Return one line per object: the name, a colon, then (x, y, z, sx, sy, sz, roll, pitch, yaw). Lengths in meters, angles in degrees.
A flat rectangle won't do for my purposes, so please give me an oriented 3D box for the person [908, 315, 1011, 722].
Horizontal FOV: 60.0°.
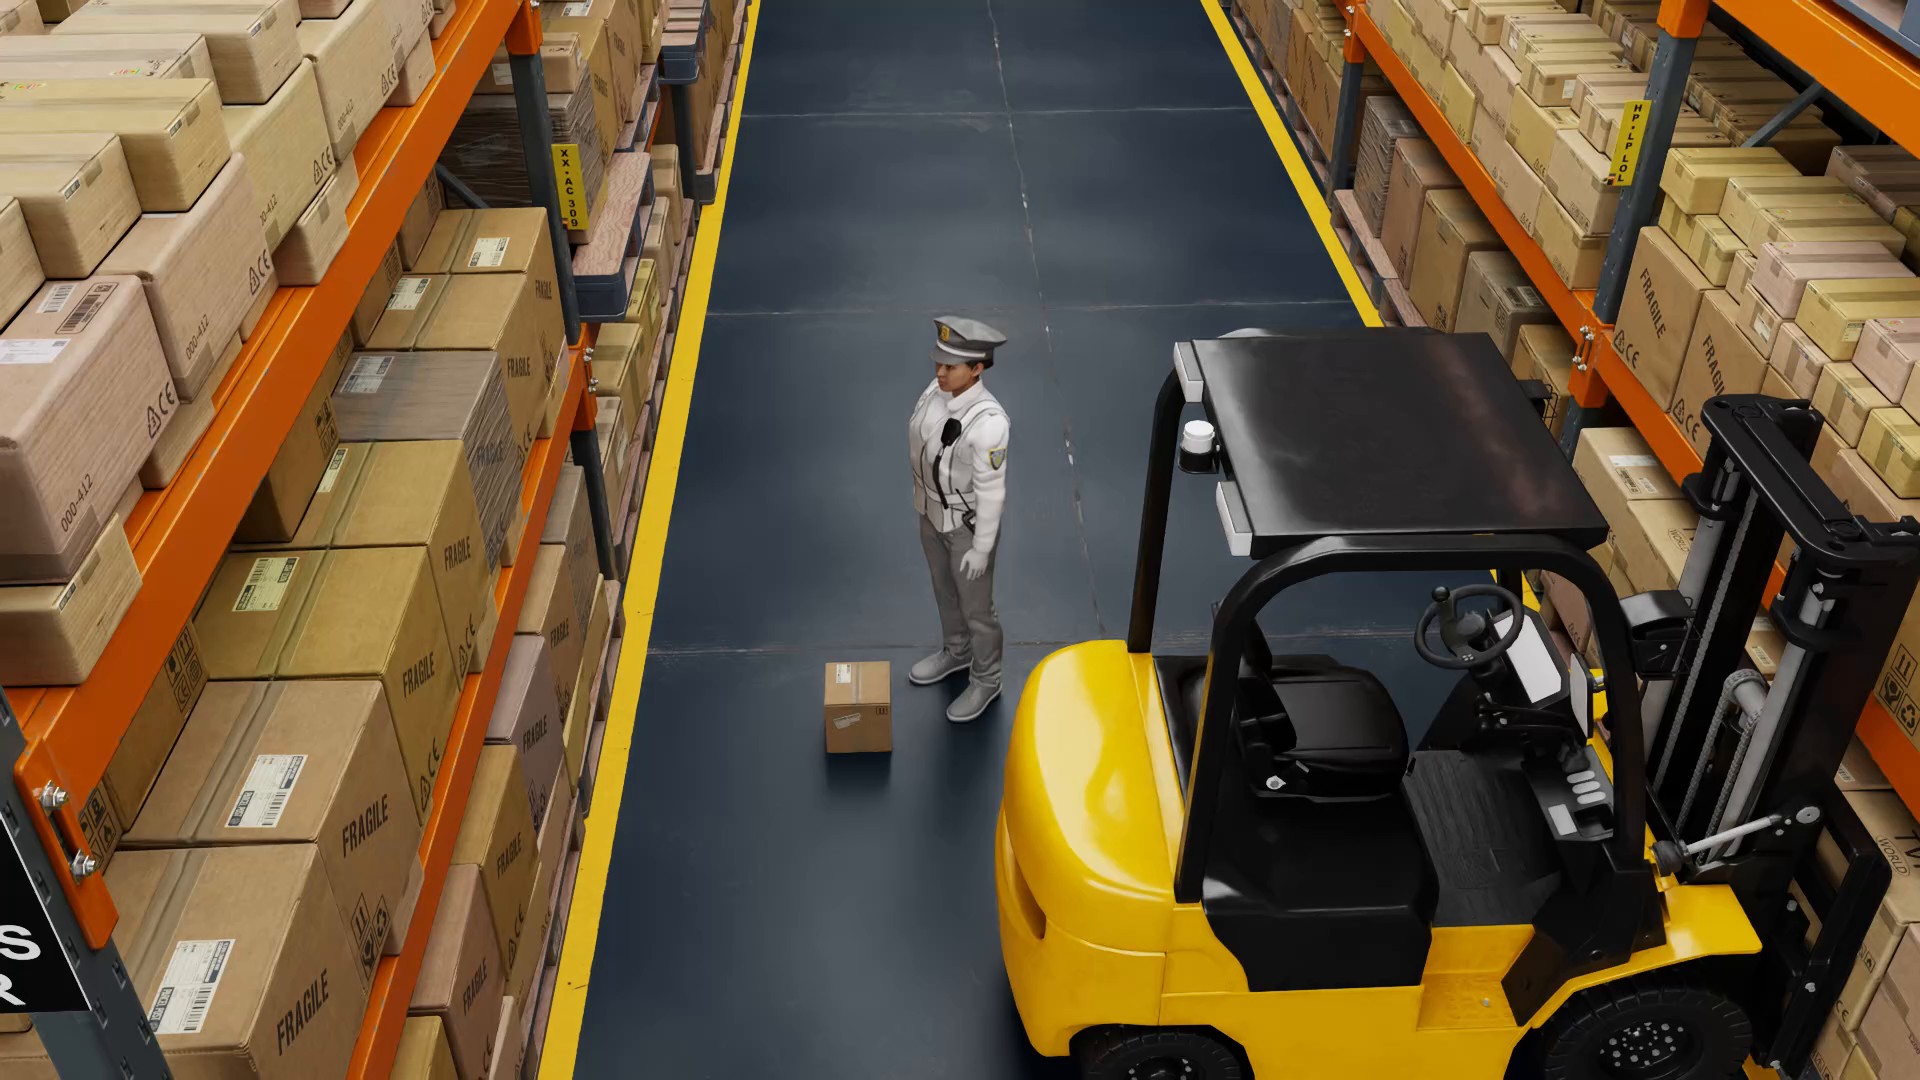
person: (-0.007, -0.072, 6.221, 0.345, 1.692, 0.468, -19, 39, -24)
